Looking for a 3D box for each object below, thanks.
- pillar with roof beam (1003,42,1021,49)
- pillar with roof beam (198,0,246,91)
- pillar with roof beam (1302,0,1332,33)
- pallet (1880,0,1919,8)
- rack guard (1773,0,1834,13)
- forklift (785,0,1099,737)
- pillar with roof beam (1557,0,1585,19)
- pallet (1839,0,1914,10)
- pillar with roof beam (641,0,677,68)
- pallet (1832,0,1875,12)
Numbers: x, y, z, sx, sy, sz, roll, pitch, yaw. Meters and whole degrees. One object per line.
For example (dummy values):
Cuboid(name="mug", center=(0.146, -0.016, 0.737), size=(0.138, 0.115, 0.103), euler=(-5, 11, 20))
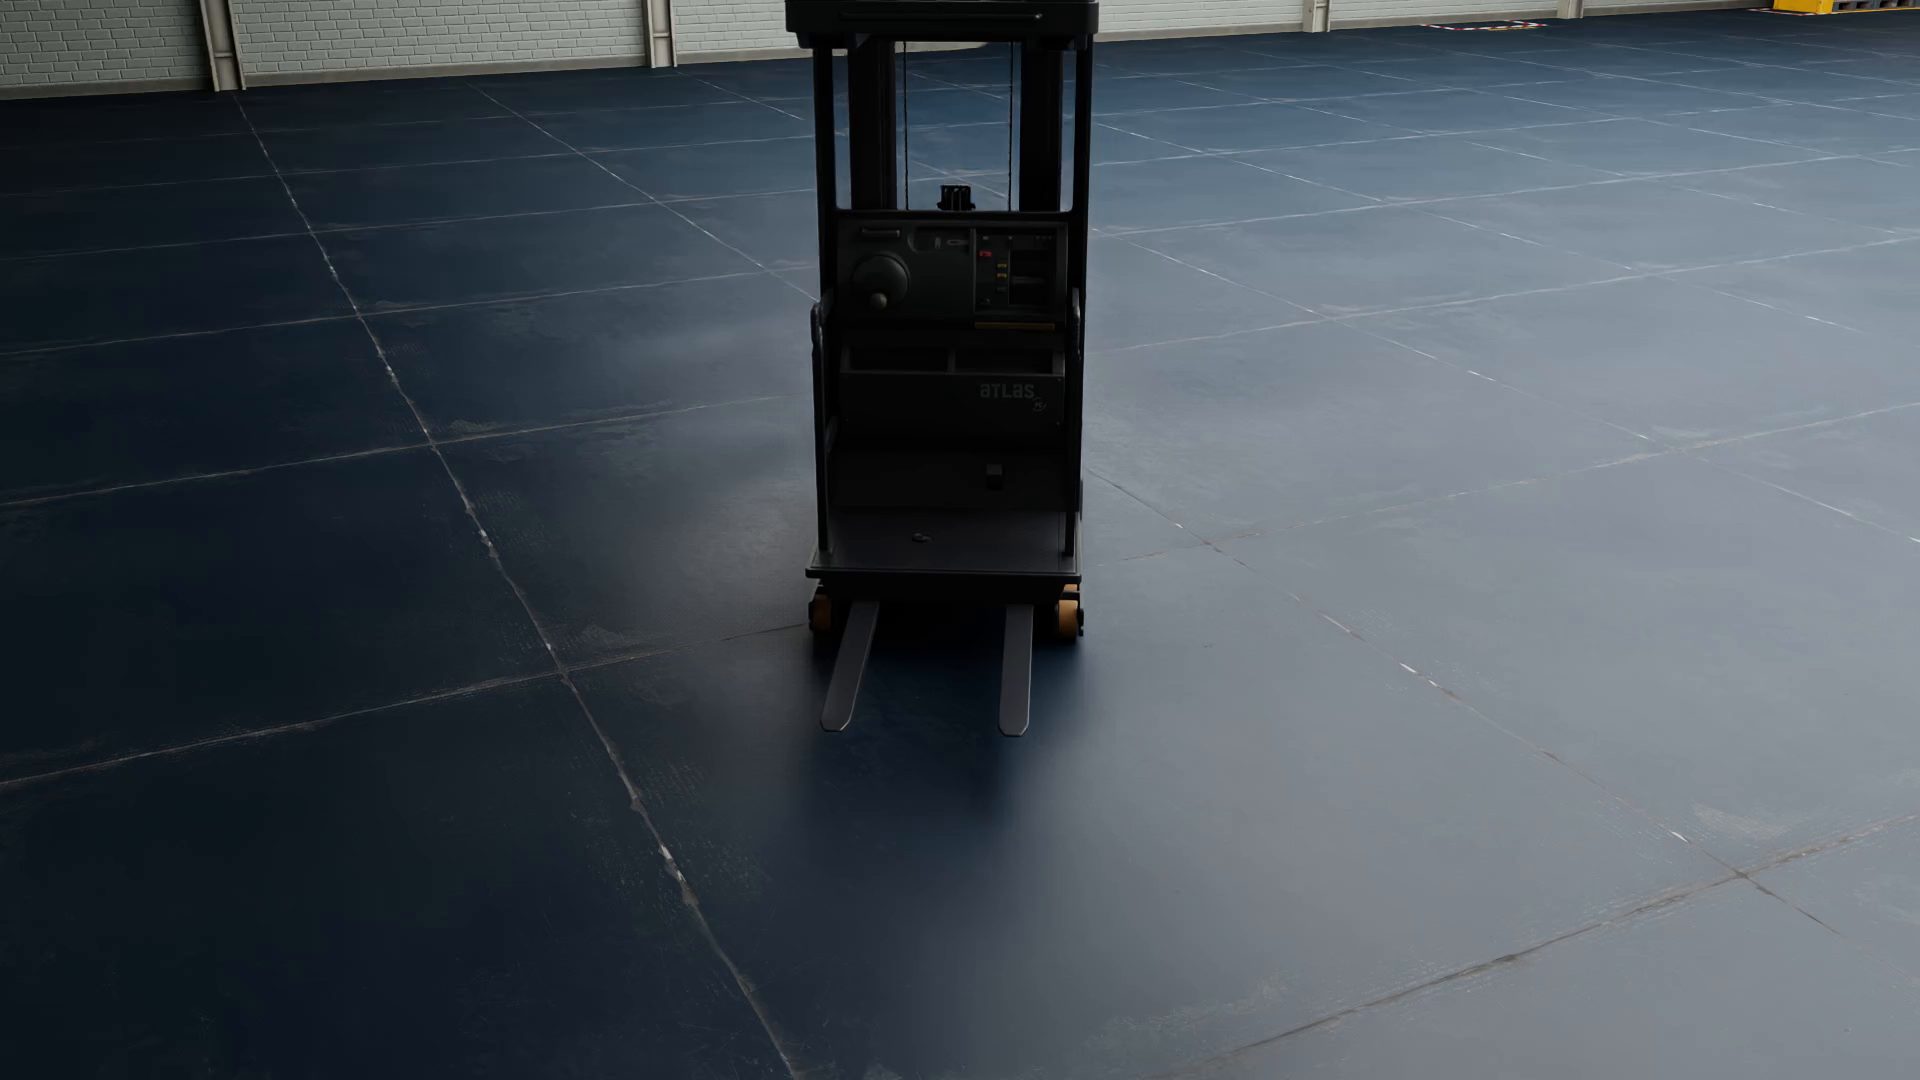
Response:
Cuboid(name="pillar with roof beam", center=(2.808, -10.761, 21.981), size=(0.400, 9.000, 9.100), euler=(-10, 25, -24))
Cuboid(name="pillar with roof beam", center=(-8.004, -8.771, 17.172), size=(0.400, 9.000, 9.100), euler=(-10, 25, -24))
Cuboid(name="pillar with roof beam", center=(8.215, -11.756, 24.385), size=(0.400, 9.000, 9.100), euler=(-10, 25, -24))
Cuboid(name="pallet", center=(19.919, -11.296, 34.763), size=(1.213, 0.211, 1.003), euler=(-10, 25, -24))
Cuboid(name="rack guard", center=(16.973, -10.902, 33.434), size=(0.348, 0.500, 1.175), euler=(-10, 25, -24))
Cuboid(name="forklift", center=(-0.041, -1.076, 6.518), size=(1.130, 2.935, 3.031), euler=(1, 23, 3))
Cuboid(name="pillar with roof beam", center=(13.621, -12.752, 26.790), size=(0.400, 9.000, 9.100), euler=(-10, 25, -24))
Cuboid(name="pallet", center=(18.818, -11.092, 34.270), size=(1.213, 0.211, 1.003), euler=(-10, 25, -24))
Cuboid(name="pillar with roof beam", center=(-2.598, -9.766, 19.577), size=(0.400, 9.000, 9.100), euler=(-10, 25, -24))
Cuboid(name="pallet", center=(17.721, -10.891, 33.785), size=(1.213, 0.211, 1.003), euler=(-10, 25, -24))
